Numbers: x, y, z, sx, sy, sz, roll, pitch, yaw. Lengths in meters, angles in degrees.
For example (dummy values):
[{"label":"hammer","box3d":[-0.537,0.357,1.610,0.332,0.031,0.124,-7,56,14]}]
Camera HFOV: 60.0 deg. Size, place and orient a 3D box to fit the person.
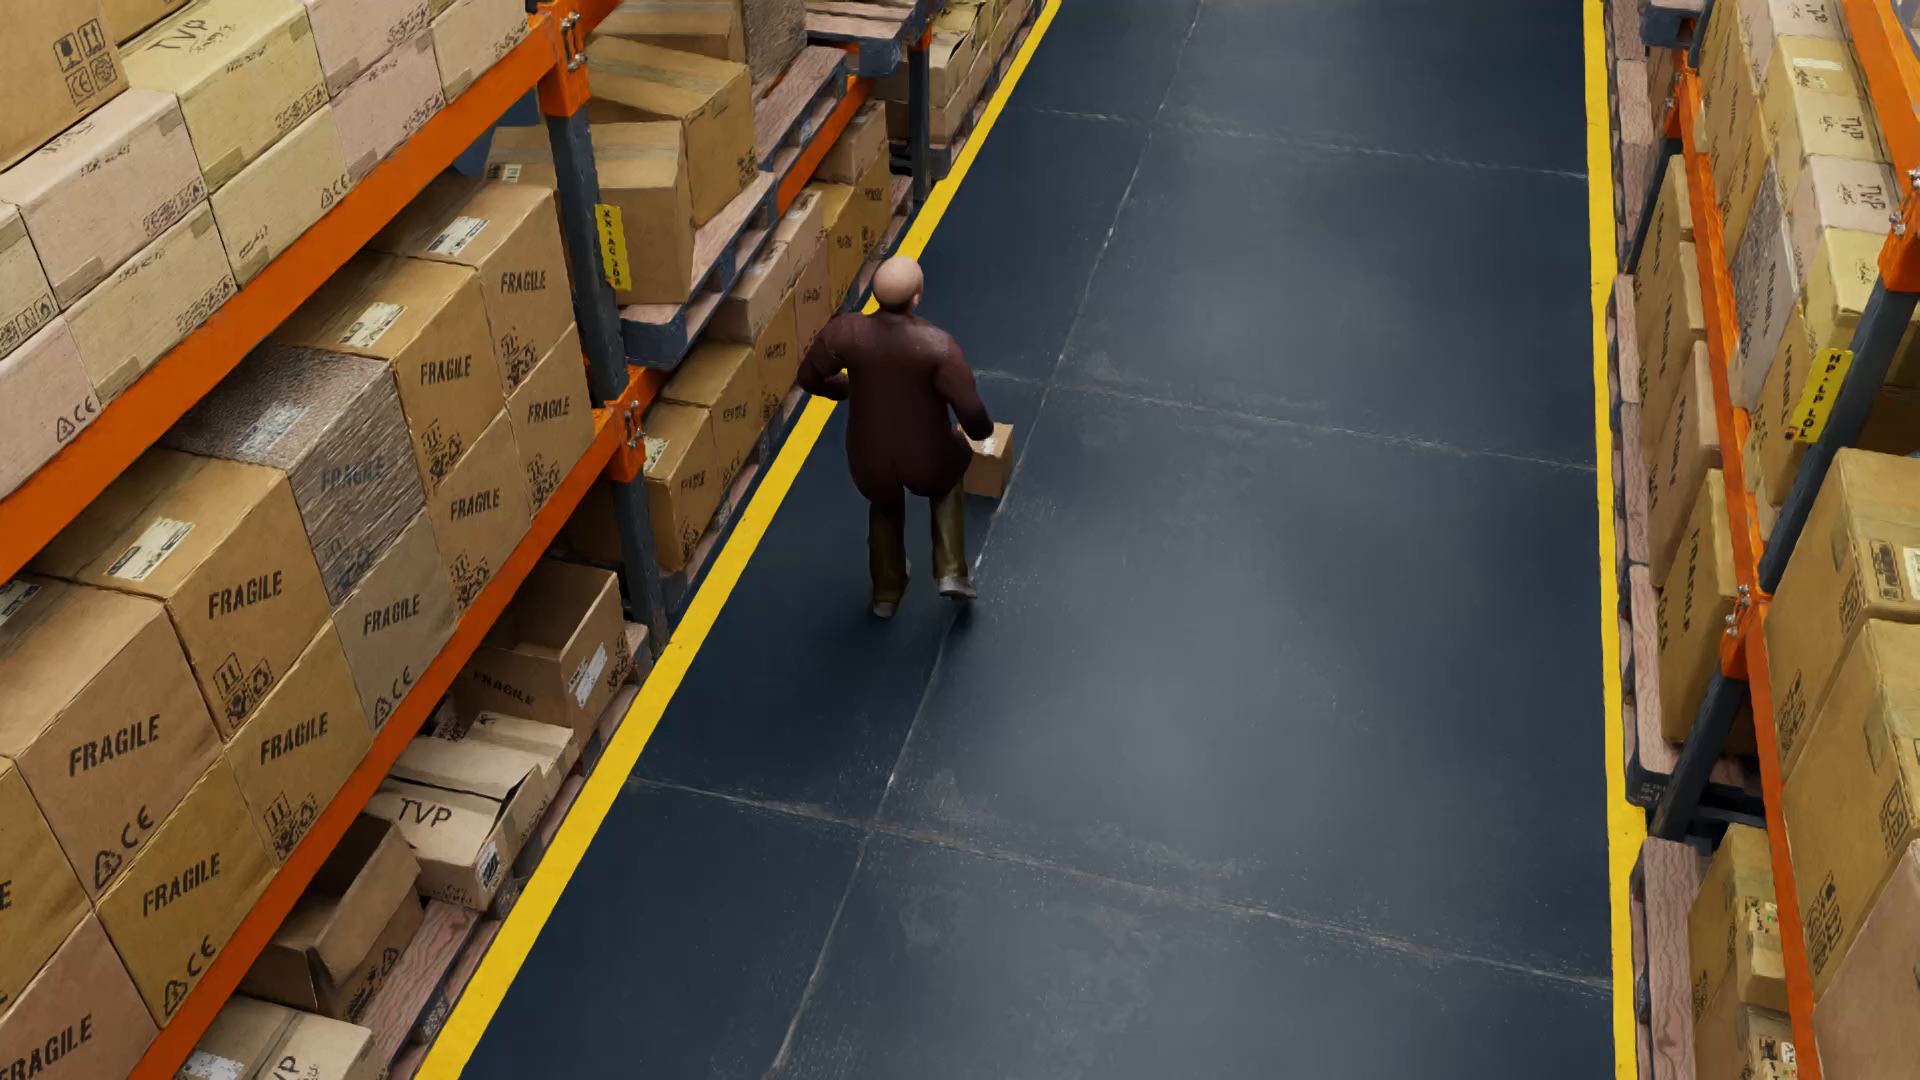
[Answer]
[{"label":"person","box3d":[-0.243,-0.412,6.680,0.772,1.744,0.524,5,41,6]}]
